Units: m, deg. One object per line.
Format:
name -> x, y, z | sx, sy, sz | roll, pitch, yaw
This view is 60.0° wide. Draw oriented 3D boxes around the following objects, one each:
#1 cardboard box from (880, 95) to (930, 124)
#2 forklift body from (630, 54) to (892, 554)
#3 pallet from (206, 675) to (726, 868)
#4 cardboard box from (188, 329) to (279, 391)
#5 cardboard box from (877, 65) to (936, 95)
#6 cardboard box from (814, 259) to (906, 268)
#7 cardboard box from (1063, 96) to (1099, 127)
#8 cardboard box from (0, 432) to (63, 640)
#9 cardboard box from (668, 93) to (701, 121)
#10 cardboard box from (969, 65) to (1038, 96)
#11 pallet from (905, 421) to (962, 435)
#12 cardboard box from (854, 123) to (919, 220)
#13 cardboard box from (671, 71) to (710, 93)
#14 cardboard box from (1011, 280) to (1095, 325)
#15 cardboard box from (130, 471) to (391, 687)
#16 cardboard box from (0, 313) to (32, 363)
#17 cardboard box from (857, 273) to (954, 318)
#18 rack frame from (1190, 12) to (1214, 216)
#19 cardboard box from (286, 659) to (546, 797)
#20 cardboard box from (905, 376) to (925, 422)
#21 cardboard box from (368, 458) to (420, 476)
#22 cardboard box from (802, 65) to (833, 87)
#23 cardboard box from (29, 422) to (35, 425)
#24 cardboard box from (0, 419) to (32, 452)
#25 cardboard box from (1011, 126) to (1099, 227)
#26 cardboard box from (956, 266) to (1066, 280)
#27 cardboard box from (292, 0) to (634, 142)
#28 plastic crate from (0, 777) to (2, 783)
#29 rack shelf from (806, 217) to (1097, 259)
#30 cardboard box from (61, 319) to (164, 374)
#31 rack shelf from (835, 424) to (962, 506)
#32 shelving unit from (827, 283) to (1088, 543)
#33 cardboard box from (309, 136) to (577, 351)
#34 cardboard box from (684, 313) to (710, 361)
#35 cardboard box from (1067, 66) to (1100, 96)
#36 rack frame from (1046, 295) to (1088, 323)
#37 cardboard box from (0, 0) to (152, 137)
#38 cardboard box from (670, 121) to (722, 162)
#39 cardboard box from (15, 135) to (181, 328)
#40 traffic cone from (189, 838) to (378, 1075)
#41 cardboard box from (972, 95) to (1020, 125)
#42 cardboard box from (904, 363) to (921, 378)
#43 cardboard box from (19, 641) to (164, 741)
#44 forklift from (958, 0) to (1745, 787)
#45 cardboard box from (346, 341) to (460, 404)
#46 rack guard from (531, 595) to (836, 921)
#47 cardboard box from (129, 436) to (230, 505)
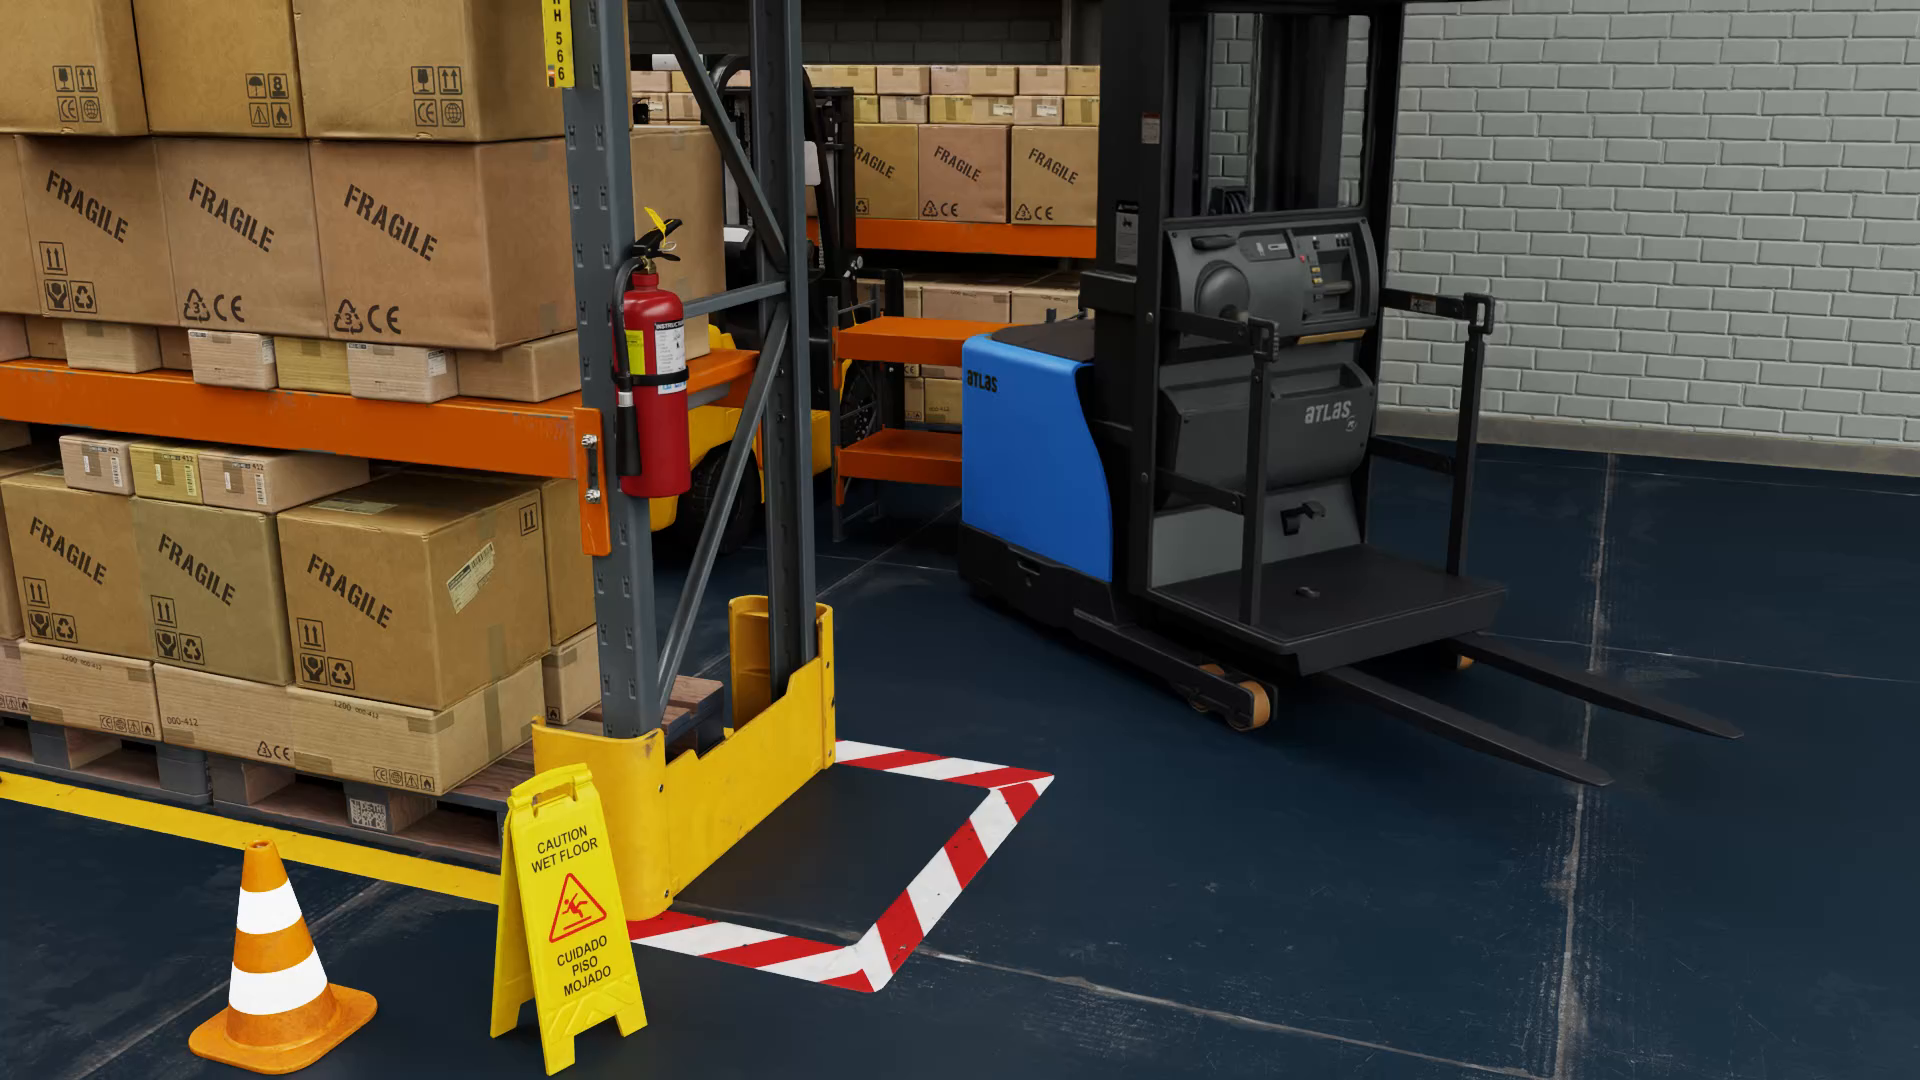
cardboard box -> -0.246, -2.328, 8.969 | 0.250, 0.149, 0.380 | 6, 17, 19
forklift body -> -1.294, -1.214, 7.999 | 1.214, 2.155, 2.313 | 6, 17, 21
pallet -> -1.492, 0.626, 5.140 | 1.213, 0.211, 1.003 | 6, 17, 21
cardboard box -> -1.862, -0.523, 4.546 | 0.250, 0.149, 0.380 | 7, 17, 22
cardboard box -> -0.253, -2.465, 8.909 | 0.250, 0.149, 0.380 | 7, 18, 22
cardboard box -> -0.640, -1.519, 9.912 | 0.500, 0.250, 0.500 | 6, 17, 20
cardboard box -> 0.714, -2.224, 8.610 | 0.250, 0.149, 0.380 | 7, 17, 21
cardboard box -> -2.966, -0.028, 5.225 | 0.500, 0.500, 0.500 | 7, 18, 24
cardboard box -> -1.442, -2.452, 9.397 | 0.250, 0.149, 0.380 | 6, 17, 20
cardboard box -> 0.235, -2.423, 8.762 | 0.250, 0.149, 0.380 | 7, 17, 22
pallet -> 0.413, -0.630, 9.463 | 1.213, 0.211, 1.003 | 6, 17, 21
cardboard box -> -0.371, -2.039, 9.139 | 0.500, 0.500, 0.500 | 6, 17, 20
cardboard box -> -1.424, -2.604, 9.386 | 0.250, 0.149, 0.380 | 6, 17, 20
cardboard box -> 0.596, -1.229, 8.912 | 0.500, 0.250, 0.500 | 7, 18, 22
cardboard box -> -2.006, 0.078, 4.857 | 0.500, 0.500, 0.500 | 7, 18, 23
cardboard box -> -2.793, -0.635, 4.931 | 0.250, 0.149, 0.380 | 6, 17, 20
cardboard box -> -0.354, -1.329, 9.255 | 0.500, 0.250, 0.500 | 7, 17, 21
rack frame -> 1.139, -1.901, 8.843 | 0.127, 3.000, 1.000 | 6, 17, 21
cardboard box -> -1.552, 0.490, 4.785 | 0.500, 0.250, 0.500 | 6, 17, 20
cardboard box -> -0.335, -0.855, 9.419 | 0.500, 0.250, 0.500 | 6, 17, 21
cardboard box -> -1.838, -0.064, 5.347 | 0.500, 0.500, 0.500 | 6, 17, 19
cardboard box -> -0.700, -2.541, 9.170 | 0.250, 0.149, 0.380 | 7, 17, 21
cardboard box -> -3.277, -0.222, 5.890 | 0.500, 0.500, 0.500 | 7, 17, 22
cardboard box -> -3.125, -0.338, 5.128 | 0.250, 0.149, 0.380 | 7, 18, 24
cardboard box -> 0.585, -1.932, 8.767 | 0.500, 0.500, 0.500 | 6, 17, 19
cardboard box -> 0.295, -1.411, 9.539 | 0.500, 0.250, 0.500 | 6, 17, 21
cardboard box -> -1.234, -1.280, 4.197 | 0.500, 0.500, 0.700 | 6, 17, 19
plastic crate -> -3.240, 0.753, 4.938 | 0.583, 0.080, 0.402 | 0, 16, 1
rack shelf -> -0.721, -1.760, 9.648 | 4.000, 0.370, 1.077 | 6, 17, 21
cardboard box -> -2.320, -0.588, 4.771 | 0.250, 0.149, 0.380 | 6, 17, 20
rack shelf -> -0.006, -0.306, 7.587 | 1.000, 0.278, 0.538 | 6, 17, 21
shelving unit -> -0.006, -0.541, 7.519 | 1.048, 1.125, 0.538 | 6, 17, 21
cardboard box -> -1.284, -0.788, 4.296 | 0.500, 0.500, 0.500 | 6, 17, 20
cardboard box -> -0.919, -0.581, 4.746 | 0.250, 0.149, 0.380 | 6, 17, 21
cardboard box -> 0.729, -2.386, 8.635 | 0.250, 0.149, 0.380 | 6, 17, 21
rack frame -> 0.467, -0.489, 7.340 | 0.032, 1.125, 0.500 | 6, 17, 21
cardboard box -> -2.214, -1.359, 4.470 | 0.500, 0.500, 0.700 | 6, 17, 20
cardboard box -> -1.303, -2.145, 9.502 | 0.500, 0.500, 0.500 | 6, 17, 20
cardboard box -> -2.213, -0.893, 4.656 | 0.500, 0.500, 0.500 | 6, 17, 20
traffic cone -> -1.552, 0.895, 3.760 | 0.334, 0.463, 0.336 | 6, 17, 21
cardboard box -> 0.246, -2.284, 8.820 | 0.250, 0.149, 0.380 | 7, 17, 22
cardboard box -> -0.379, -1.093, 9.339 | 0.500, 0.250, 0.500 | 6, 17, 19
cardboard box -> -2.497, 0.385, 5.145 | 0.500, 0.250, 0.500 | 6, 17, 19
forklift -> 1.214, -0.925, 5.602 | 1.130, 2.935, 3.031 | -10, 19, -31
cardboard box -> -1.381, -0.473, 4.373 | 0.250, 0.149, 0.380 | 6, 17, 20
rack guard -> -0.749, 0.579, 4.782 | 0.348, 0.500, 1.175 | 6, 17, 21
cardboard box -> -2.118, -0.227, 4.747 | 0.250, 0.149, 0.380 | 7, 17, 22
